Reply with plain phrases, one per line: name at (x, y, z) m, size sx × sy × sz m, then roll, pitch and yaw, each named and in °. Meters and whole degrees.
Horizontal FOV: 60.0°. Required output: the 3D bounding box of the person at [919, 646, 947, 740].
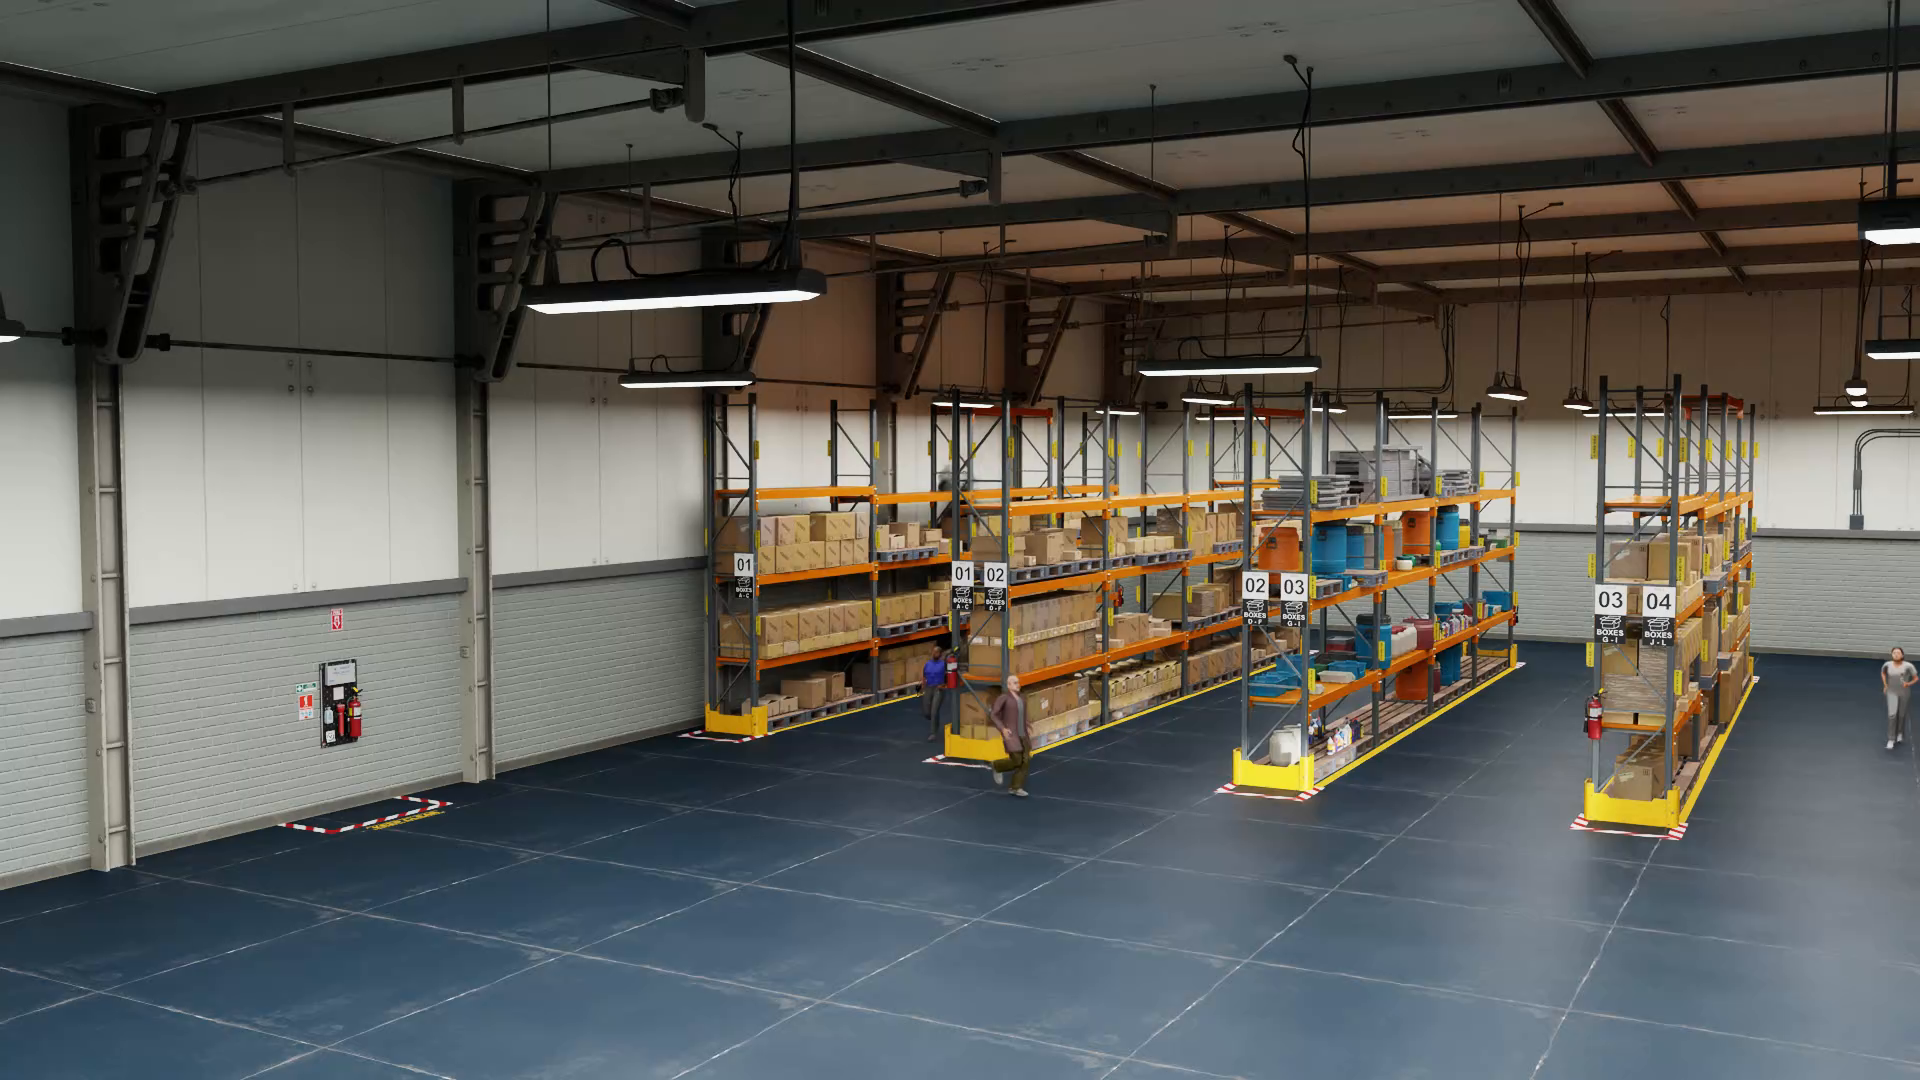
person at (-0.421, 2.642, 28.824) m, size 0.566 × 1.598 × 0.598 m, roll 1°, pitch 3°, yaw 21°

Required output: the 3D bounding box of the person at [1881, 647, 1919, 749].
person at (15.873, 2.642, 28.098) m, size 0.565 × 1.702 × 0.840 m, roll 2°, pitch 4°, yaw 32°

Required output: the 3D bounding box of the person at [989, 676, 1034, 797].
person at (0.756, 2.835, 24.184) m, size 0.715 × 1.736 × 0.657 m, roll -3°, pitch 4°, yaw -41°
